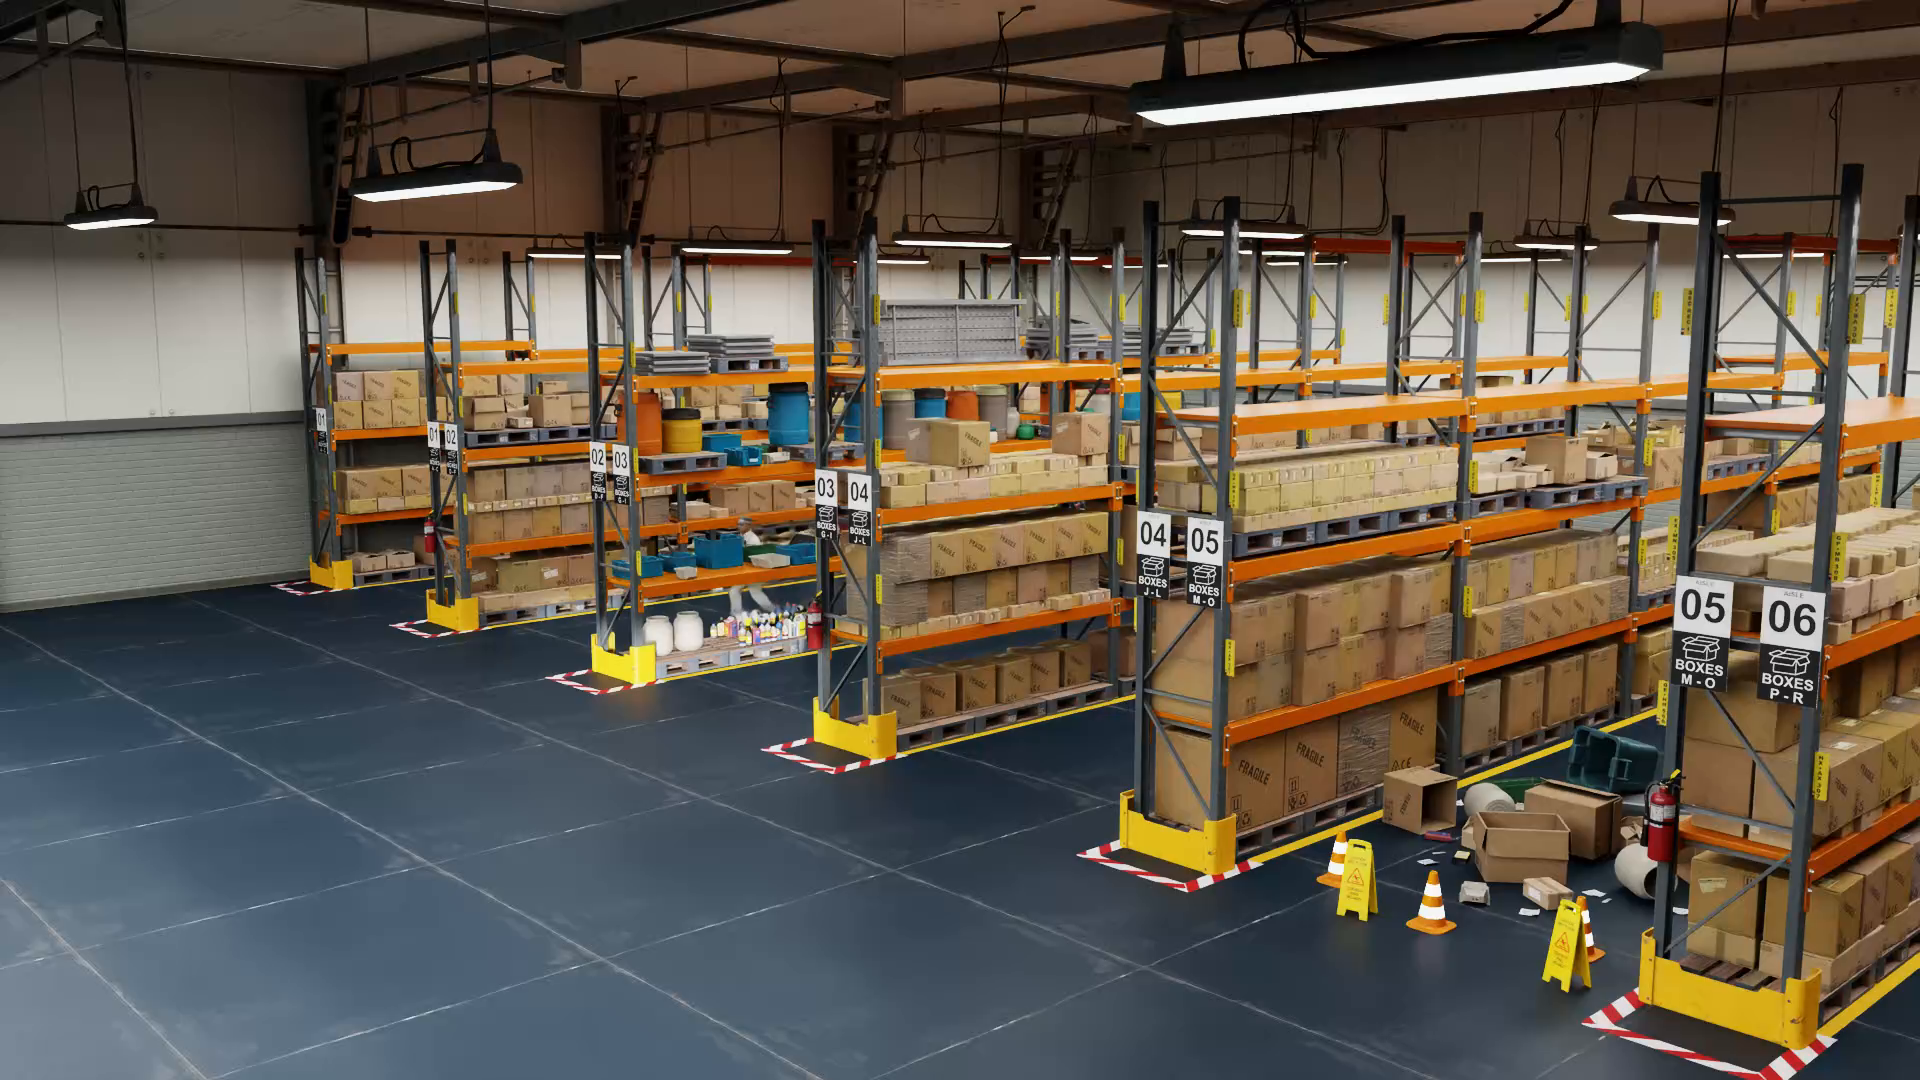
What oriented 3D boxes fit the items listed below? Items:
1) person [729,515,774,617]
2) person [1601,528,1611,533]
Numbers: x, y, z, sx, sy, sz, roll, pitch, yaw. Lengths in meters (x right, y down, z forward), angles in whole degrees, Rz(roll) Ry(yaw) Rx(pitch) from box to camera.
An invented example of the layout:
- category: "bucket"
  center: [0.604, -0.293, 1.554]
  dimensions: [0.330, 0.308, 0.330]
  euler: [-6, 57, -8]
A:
- category: "person"
  center: [-3.270, 0.498, 25.811]
  dimensions: [0.922, 1.815, 0.645]
  euler: [-8, 12, -44]
- category: "person"
  center: [10.059, 0.603, 25.846]
  dimensions: [0.800, 1.625, 0.556]
  euler: [-8, 12, -43]
